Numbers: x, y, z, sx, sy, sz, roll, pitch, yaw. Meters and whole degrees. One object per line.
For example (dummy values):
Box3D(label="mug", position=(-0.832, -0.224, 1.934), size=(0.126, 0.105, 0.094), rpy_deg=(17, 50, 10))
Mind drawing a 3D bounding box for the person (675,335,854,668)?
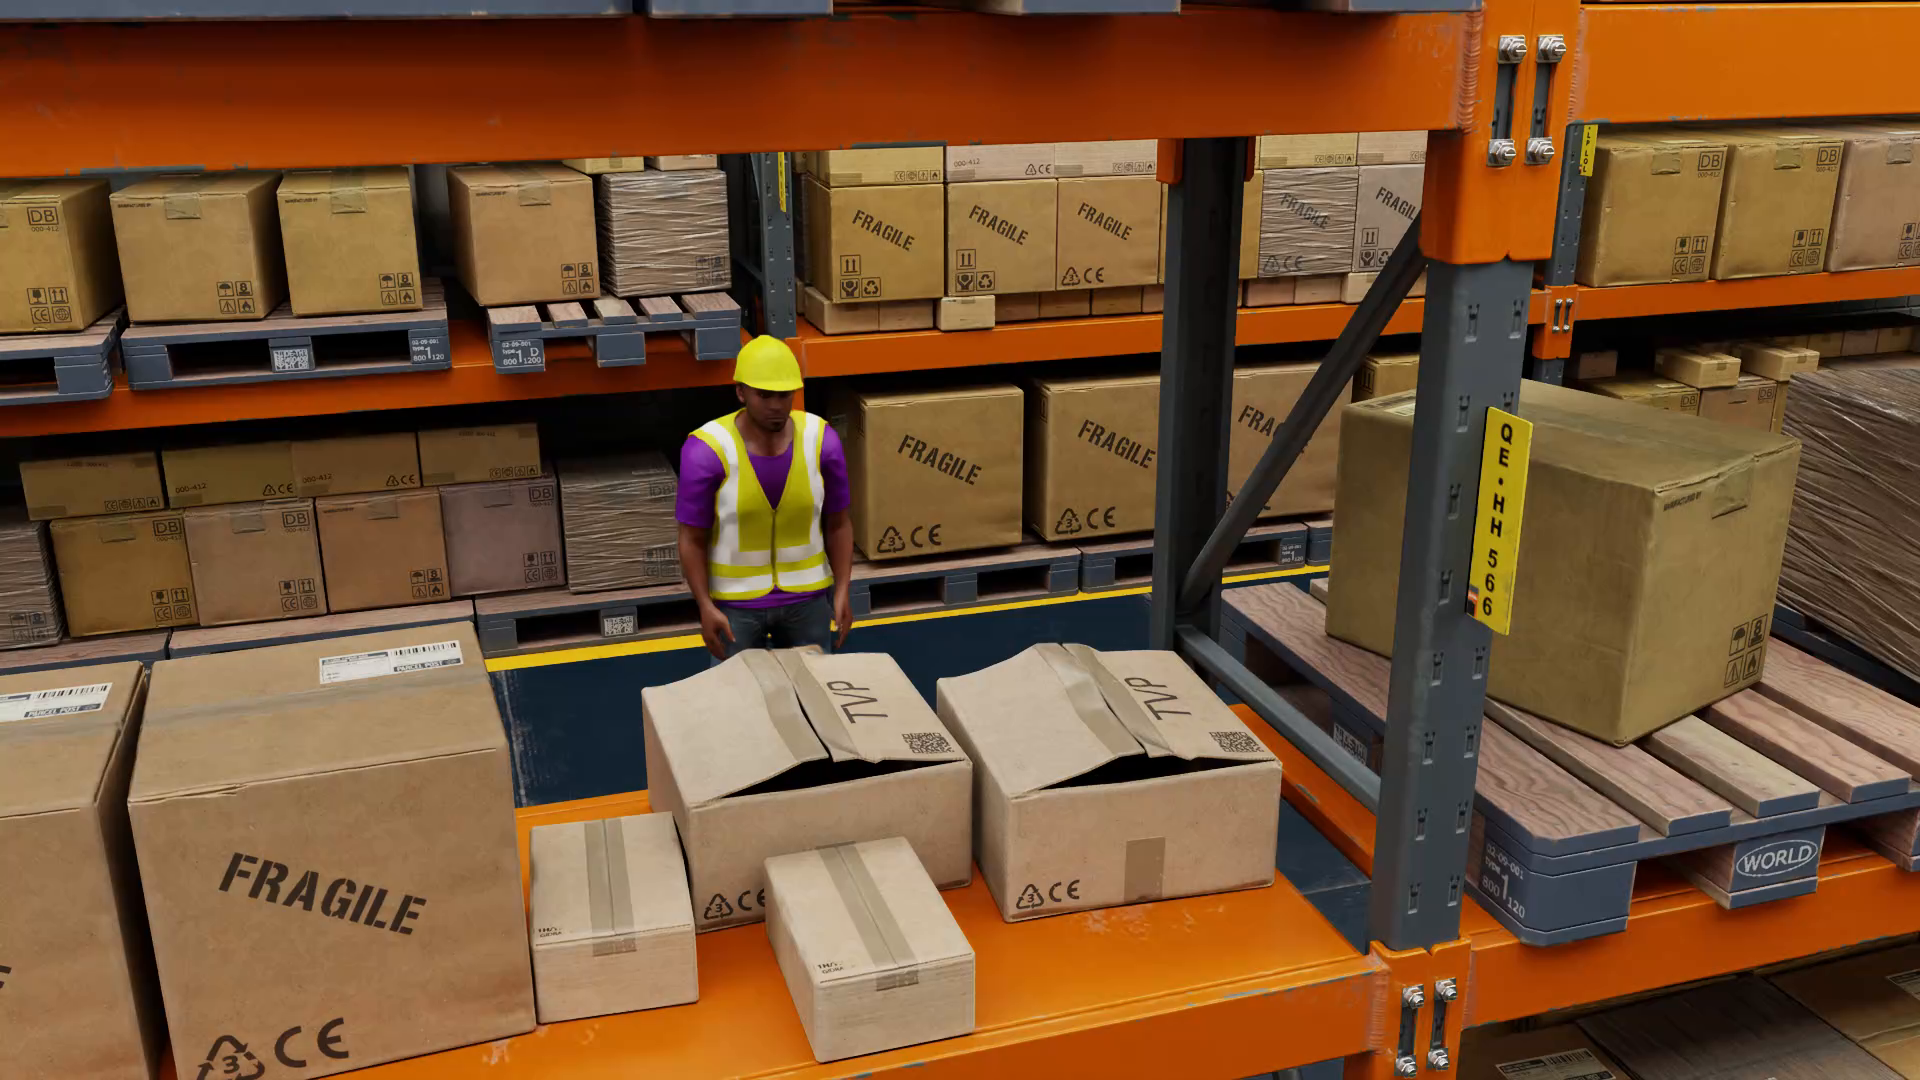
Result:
Box3D(label="person", position=(-0.624, 0.197, 5.462), size=(0.583, 1.766, 0.422), rpy_deg=(-7, 20, -18))
